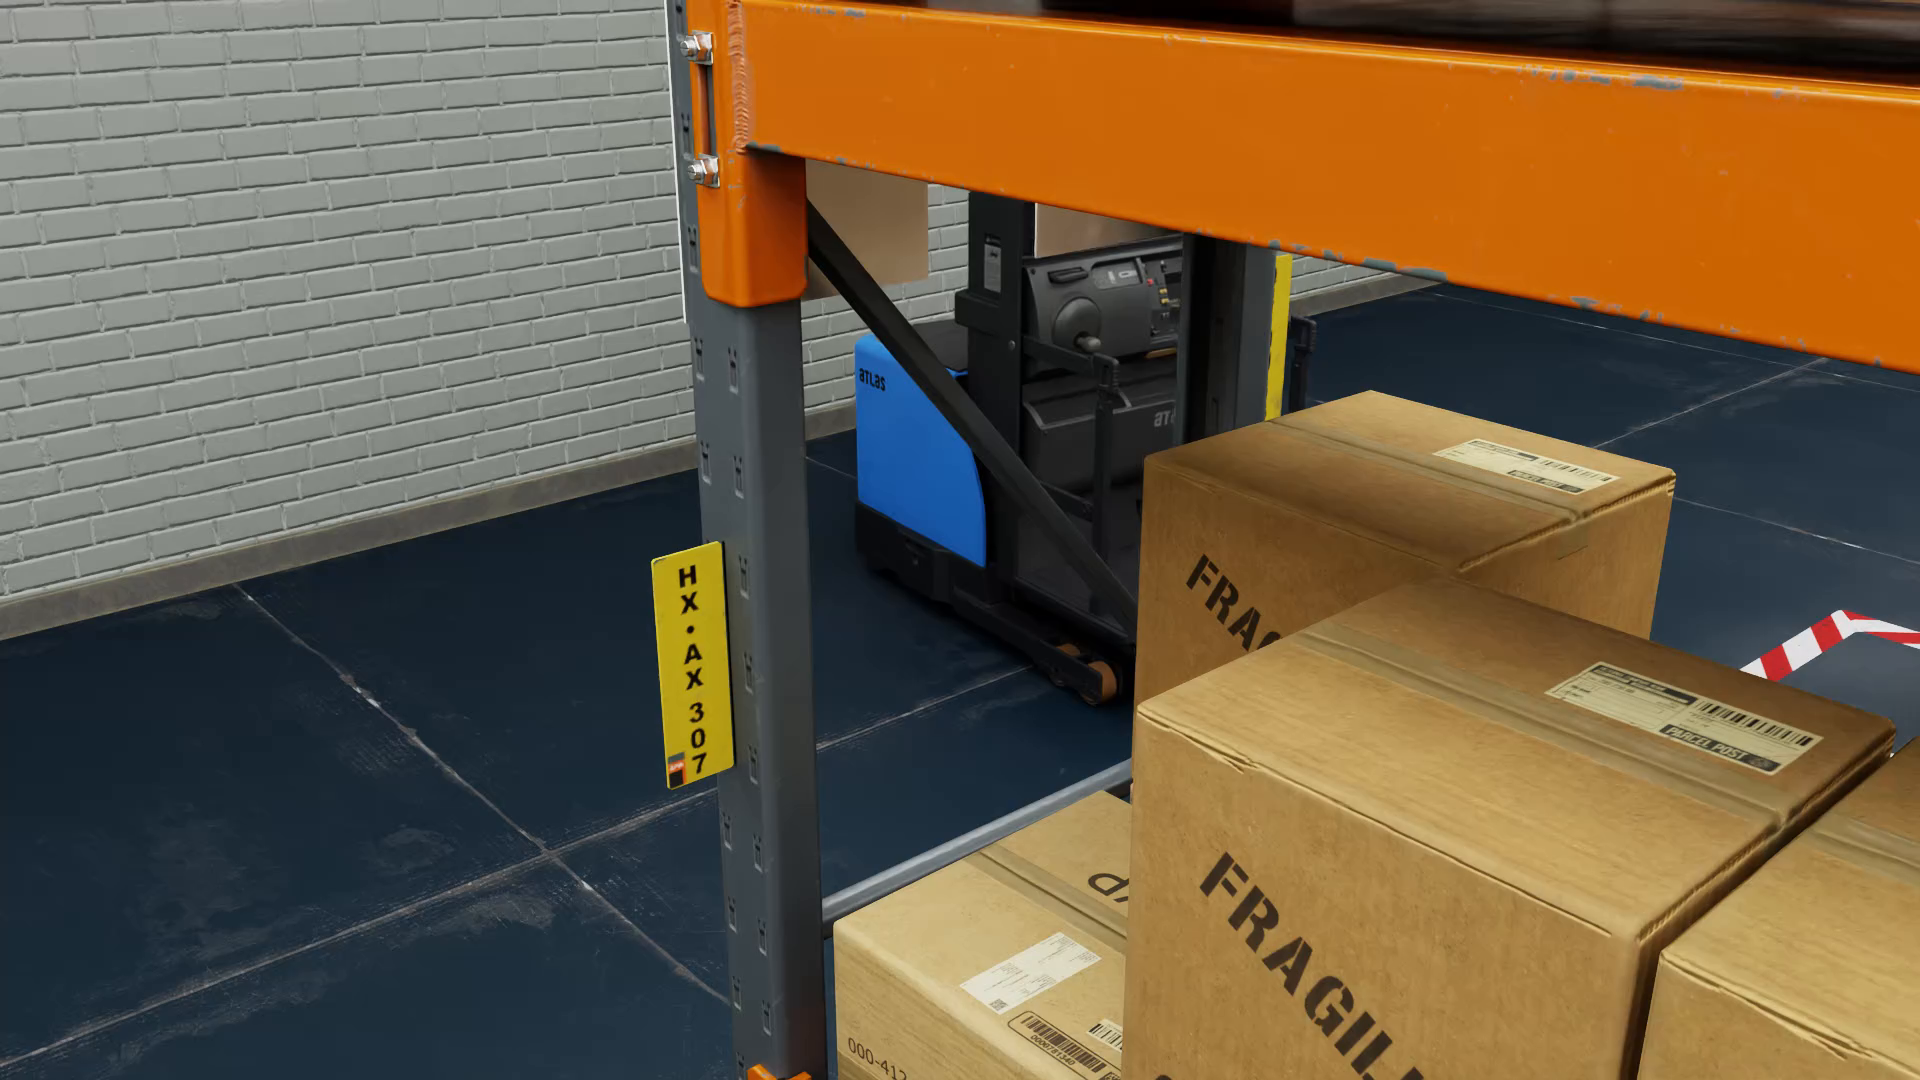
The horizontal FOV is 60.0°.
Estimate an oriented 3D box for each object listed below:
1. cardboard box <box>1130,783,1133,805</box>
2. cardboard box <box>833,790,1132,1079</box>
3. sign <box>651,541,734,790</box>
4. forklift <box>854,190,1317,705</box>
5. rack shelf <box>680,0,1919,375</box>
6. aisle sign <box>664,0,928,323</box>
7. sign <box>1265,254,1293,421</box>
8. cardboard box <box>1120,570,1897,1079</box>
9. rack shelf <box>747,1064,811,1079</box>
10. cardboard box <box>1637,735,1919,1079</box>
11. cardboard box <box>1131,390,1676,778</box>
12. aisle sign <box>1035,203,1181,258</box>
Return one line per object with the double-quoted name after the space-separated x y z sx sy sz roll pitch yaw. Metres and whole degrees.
0.597 0.476 2.452 0.500 0.250 0.500 -18 28 -38 "cardboard box"
0.189 0.603 2.130 0.500 0.250 0.500 -18 28 -39 "cardboard box"
-0.345 0.165 2.154 0.100 0.325 0.005 -17 27 -37 "sign"
0.773 -0.932 6.345 1.130 2.935 3.031 -14 26 -32 "forklift"
1.385 -0.035 0.833 1.077 0.370 4.000 -17 27 -37 "rack shelf"
-0.194 -0.685 2.054 0.394 0.787 0.004 -17 27 -37 "aisle sign"
0.500 -0.300 2.725 0.100 0.325 0.005 -17 27 -37 "sign"
0.515 0.392 1.641 0.500 0.500 0.500 -18 28 -39 "cardboard box"
1.385 1.362 1.380 1.077 0.370 4.000 -17 27 -37 "rack shelf"
0.858 0.533 1.279 0.500 0.500 0.500 -18 28 -39 "cardboard box"
0.597 0.129 2.312 0.500 0.500 0.500 -17 27 -37 "cardboard box"
0.260 -0.827 2.419 0.394 0.787 0.004 -17 27 -37 "aisle sign"
